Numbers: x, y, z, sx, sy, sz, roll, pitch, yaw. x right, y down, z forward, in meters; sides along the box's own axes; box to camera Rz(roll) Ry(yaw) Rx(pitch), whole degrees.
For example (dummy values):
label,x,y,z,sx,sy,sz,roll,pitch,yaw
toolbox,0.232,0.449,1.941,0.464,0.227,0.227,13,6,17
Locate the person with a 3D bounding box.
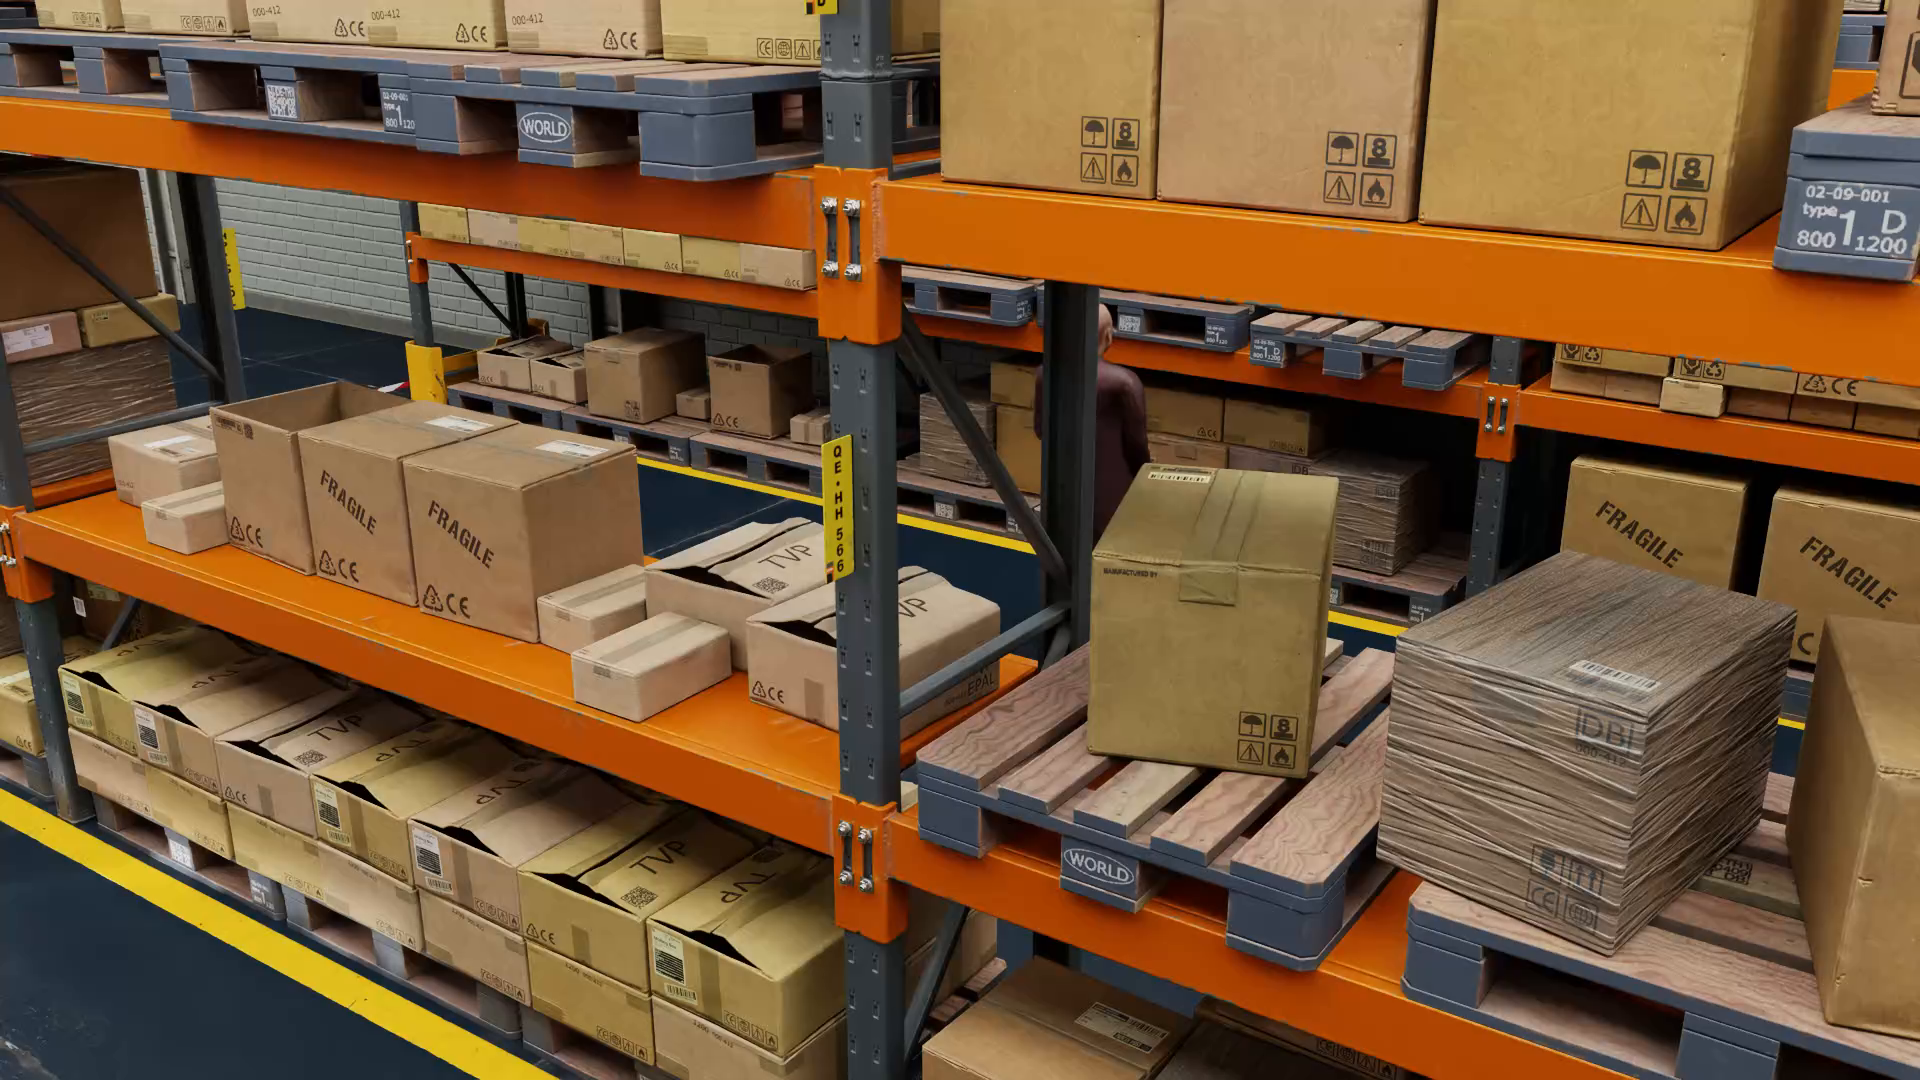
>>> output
label,x,y,z,sx,sy,sz,roll,pitch,yaw
person,0.634,-0.233,7.737,0.575,1.782,0.467,12,23,31
